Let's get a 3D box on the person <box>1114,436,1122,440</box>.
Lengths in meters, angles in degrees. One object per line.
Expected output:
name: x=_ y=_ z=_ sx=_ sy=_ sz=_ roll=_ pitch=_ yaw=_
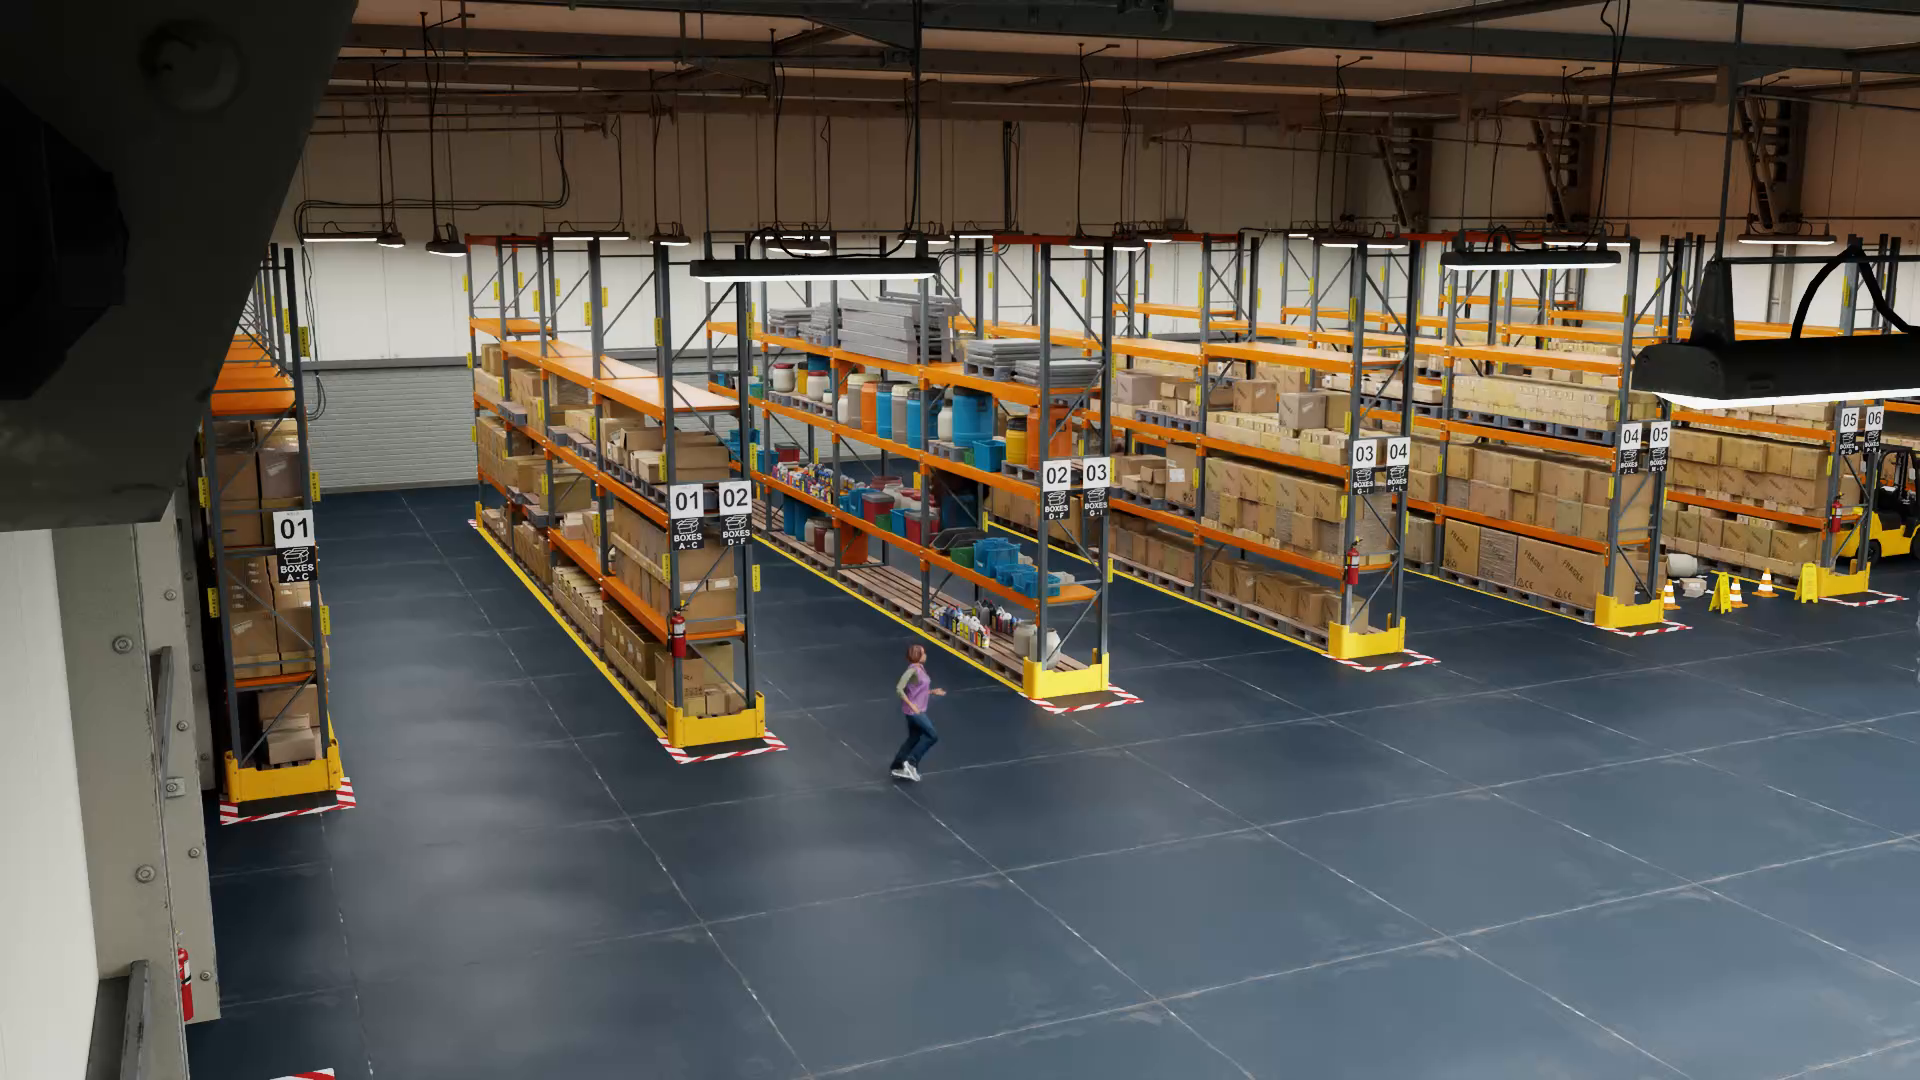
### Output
person: x=4.184 y=-2.554 z=41.814 sx=0.611 sy=1.726 sz=0.665 roll=-6 pitch=13 yaw=-29

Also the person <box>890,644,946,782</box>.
person: x=-0.483 y=1.955 z=18.865 sx=0.638 sy=1.576 sz=0.497 roll=1 pitch=11 yaw=4

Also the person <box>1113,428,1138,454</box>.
person: x=3.736 y=-1.623 z=36.875 sx=0.698 sy=1.738 sz=0.636 roll=-4 pitch=12 yaw=-20
